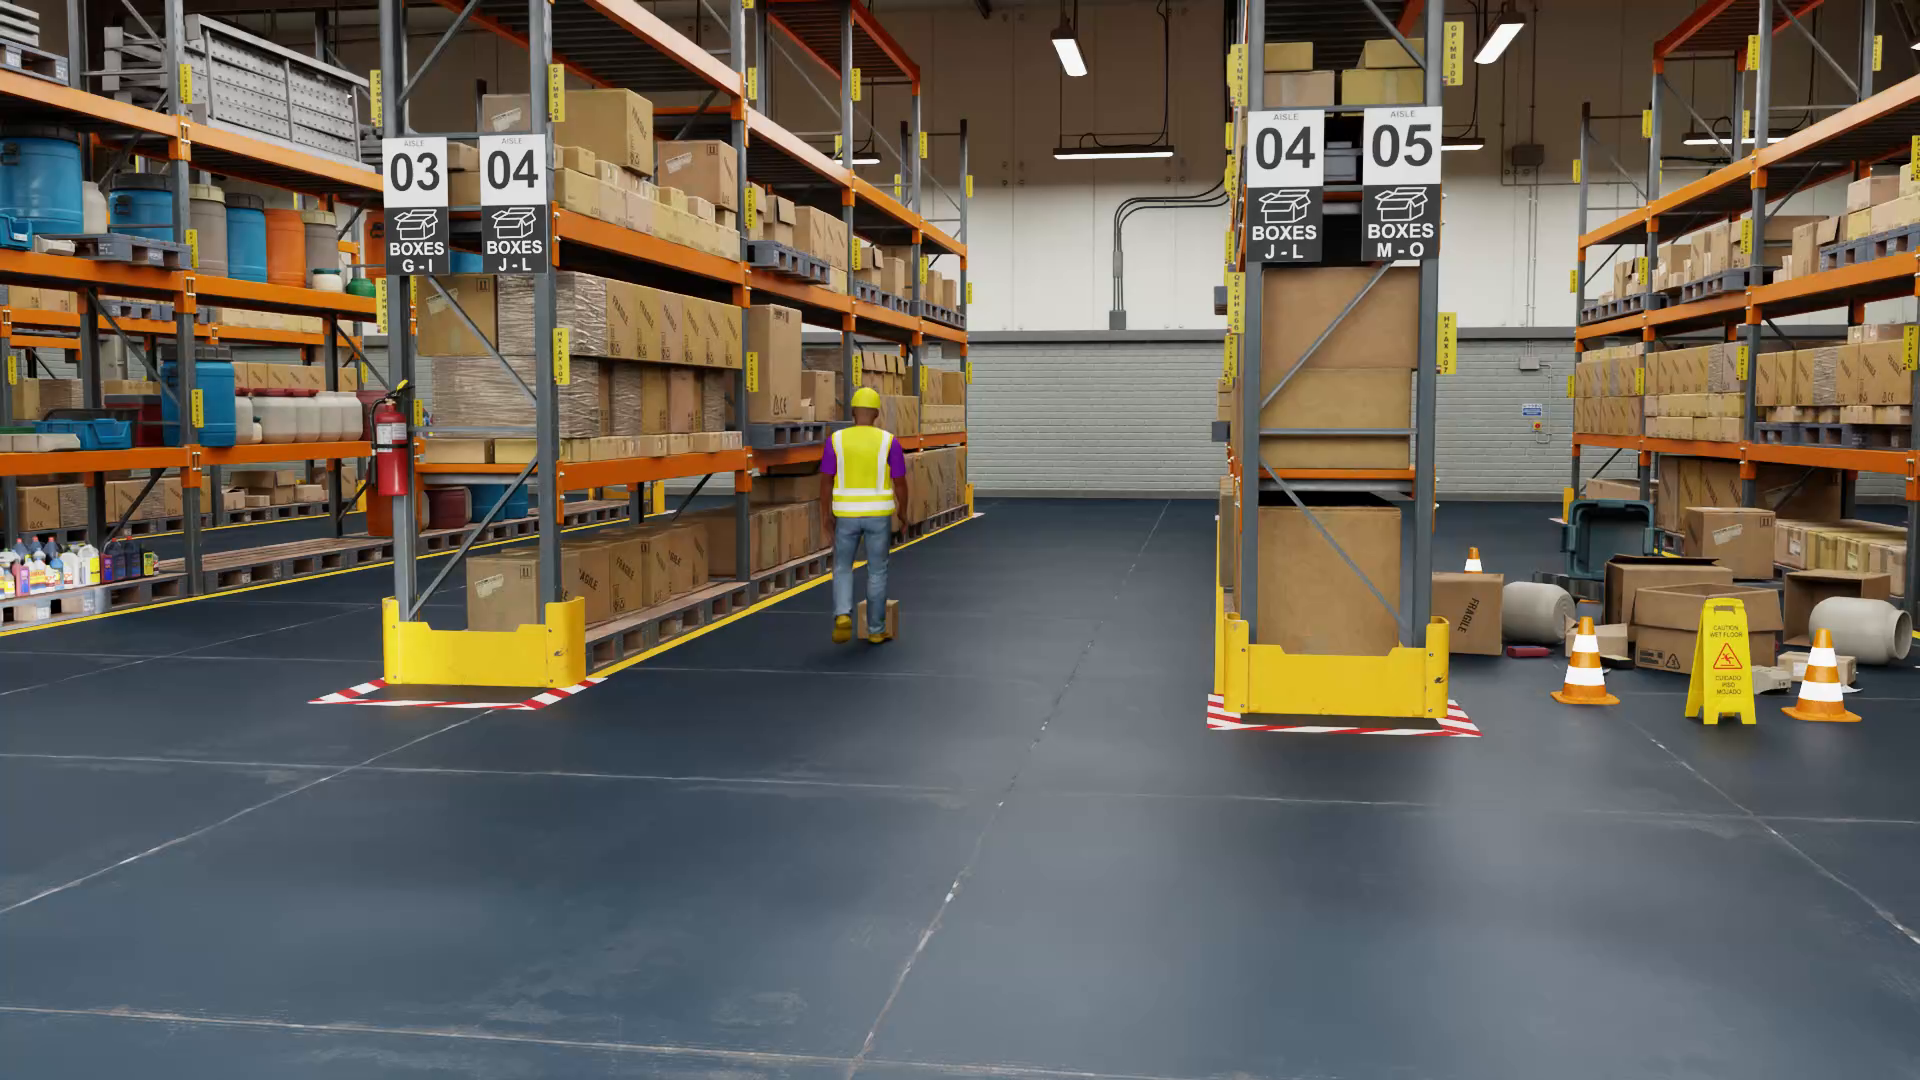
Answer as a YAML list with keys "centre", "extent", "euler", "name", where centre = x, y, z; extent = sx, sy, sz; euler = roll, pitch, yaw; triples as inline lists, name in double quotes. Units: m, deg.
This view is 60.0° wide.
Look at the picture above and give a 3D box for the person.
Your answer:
- centre: [-0.653, -0.142, 11.459]
  extent: [0.588, 1.814, 0.507]
  euler: [1, 4, 9]
  name: "person"
